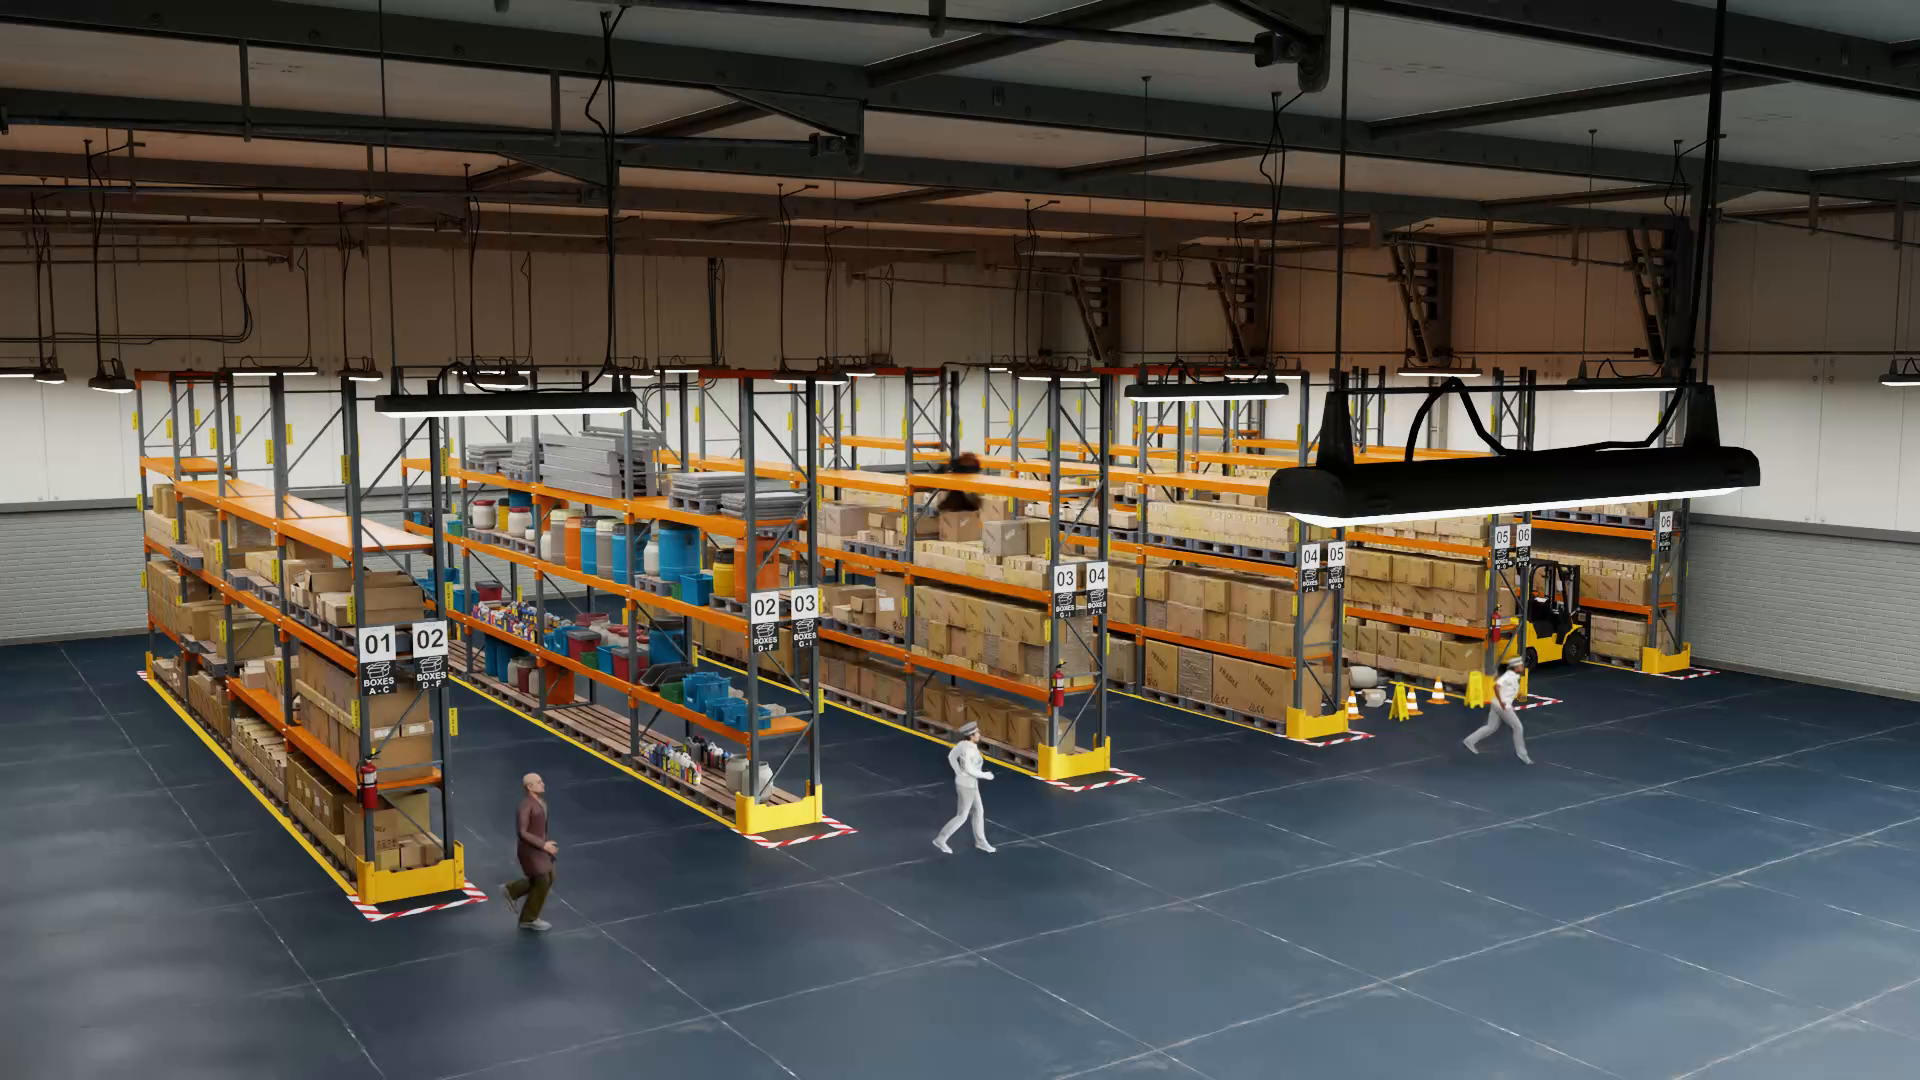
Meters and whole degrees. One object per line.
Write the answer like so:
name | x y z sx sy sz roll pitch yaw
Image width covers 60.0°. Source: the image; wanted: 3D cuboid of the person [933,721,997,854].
person | 0.060 3.131 20.924 0.836 1.720 0.633 -1 6 -7

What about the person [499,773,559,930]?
person | -4.731 3.414 18.309 0.692 1.747 0.741 0 6 -1

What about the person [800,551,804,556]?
person | -3.712 1.070 38.630 0.668 1.774 0.989 -3 7 -28

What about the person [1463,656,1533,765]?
person | 8.359 2.619 25.714 1.020 1.690 0.581 1 7 11
